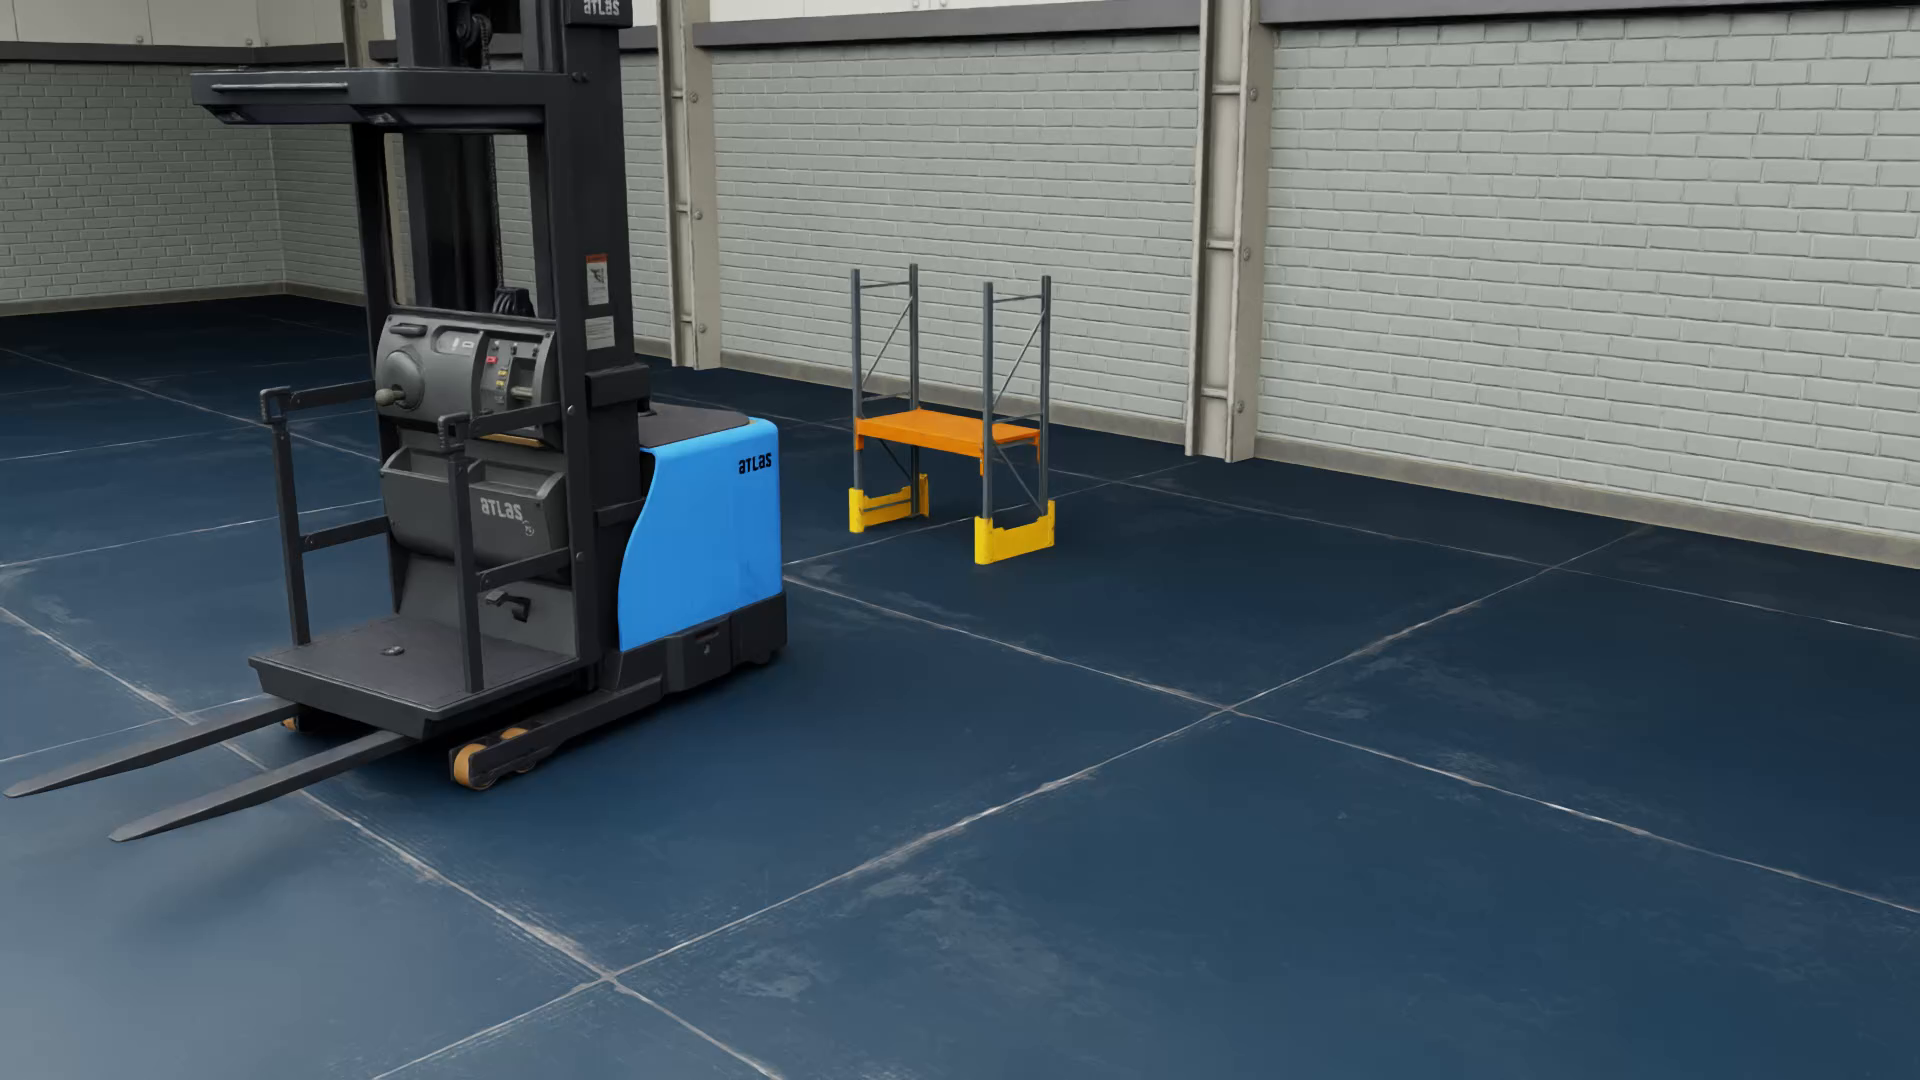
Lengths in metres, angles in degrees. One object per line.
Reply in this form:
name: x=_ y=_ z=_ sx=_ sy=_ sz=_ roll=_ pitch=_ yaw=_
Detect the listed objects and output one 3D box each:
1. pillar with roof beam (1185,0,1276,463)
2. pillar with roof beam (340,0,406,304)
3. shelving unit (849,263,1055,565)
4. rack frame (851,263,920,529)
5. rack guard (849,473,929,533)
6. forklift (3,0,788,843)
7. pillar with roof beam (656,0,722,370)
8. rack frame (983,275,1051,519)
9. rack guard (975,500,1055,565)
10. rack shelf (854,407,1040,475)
pillar with roof beam: x=-1.154 y=-4.167 z=7.579 sx=0.400 sy=9.000 sz=9.100 roll=14 pitch=20 yaw=42
pillar with roof beam: x=-9.793 y=-6.268 z=15.639 sx=0.400 sy=9.000 sz=9.100 roll=14 pitch=20 yaw=42
shelving unit: x=-0.055 y=-0.739 z=9.294 sx=1.083 sy=1.500 sz=0.587 roll=14 pitch=20 yaw=42
rack frame: x=-0.427 y=-0.830 z=9.642 sx=0.032 sy=1.500 sz=0.500 roll=14 pitch=20 yaw=42
rack guard: x=-0.413 y=-0.221 z=9.786 sx=0.087 sy=0.250 sz=0.587 roll=14 pitch=20 yaw=42
forklift: x=-1.998 y=-0.654 z=6.129 sx=1.130 sy=2.935 sz=3.031 roll=9 pitch=17 yaw=32
pillar with roof beam: x=-5.474 y=-5.217 z=11.609 sx=0.400 sy=9.000 sz=9.100 roll=14 pitch=20 yaw=42
rack frame: x=0.305 y=-0.652 z=8.959 sx=0.032 sy=1.500 sz=0.500 roll=14 pitch=20 yaw=42
rack guard: x=0.304 y=-0.047 z=9.117 sx=0.087 sy=0.250 sz=0.587 roll=14 pitch=20 yaw=42
rack shelf: x=-0.061 y=-0.567 z=9.346 sx=1.000 sy=0.185 sz=0.538 roll=14 pitch=20 yaw=42
